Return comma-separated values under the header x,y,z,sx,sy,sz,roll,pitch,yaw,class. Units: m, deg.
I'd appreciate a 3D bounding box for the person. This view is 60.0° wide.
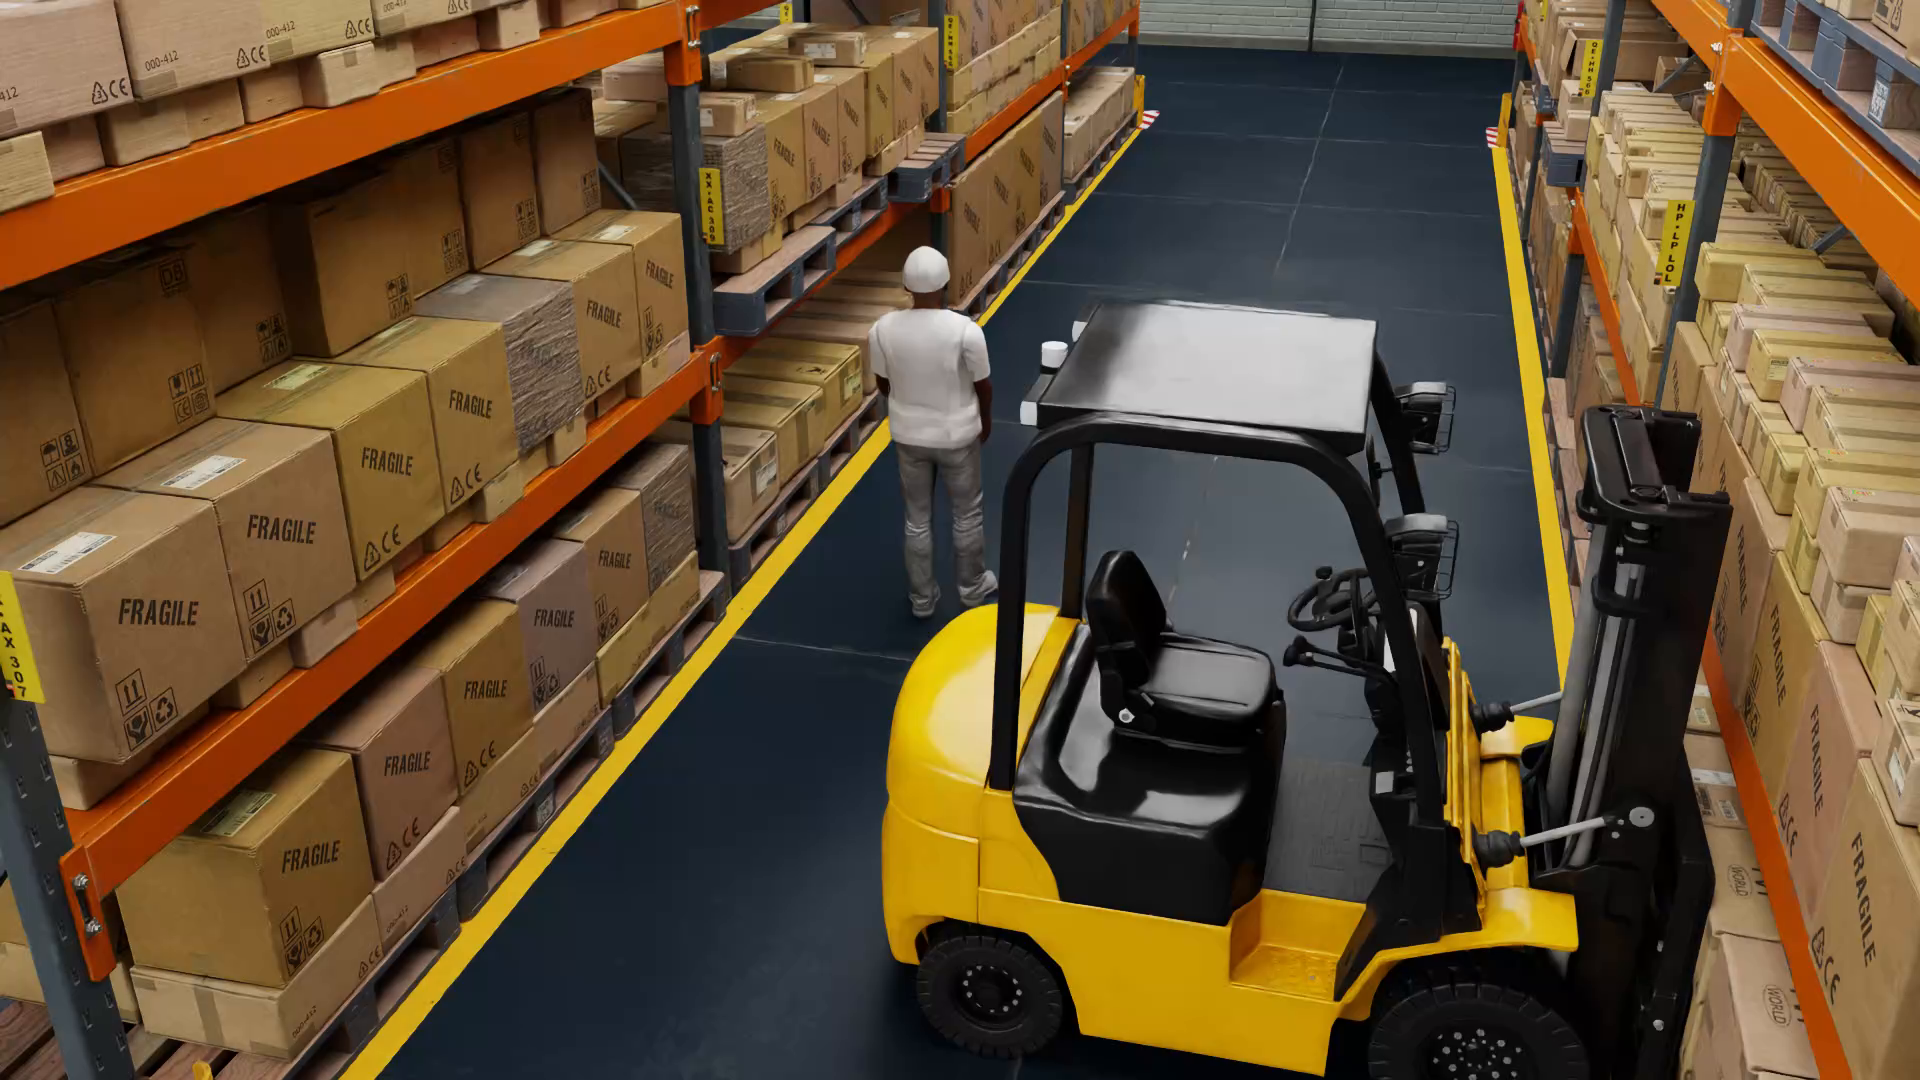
x,y,z,sx,sy,sz,roll,pitch,yaw,class
-0.112,-0.513,7.650,0.552,1.771,0.538,6,26,12,person
